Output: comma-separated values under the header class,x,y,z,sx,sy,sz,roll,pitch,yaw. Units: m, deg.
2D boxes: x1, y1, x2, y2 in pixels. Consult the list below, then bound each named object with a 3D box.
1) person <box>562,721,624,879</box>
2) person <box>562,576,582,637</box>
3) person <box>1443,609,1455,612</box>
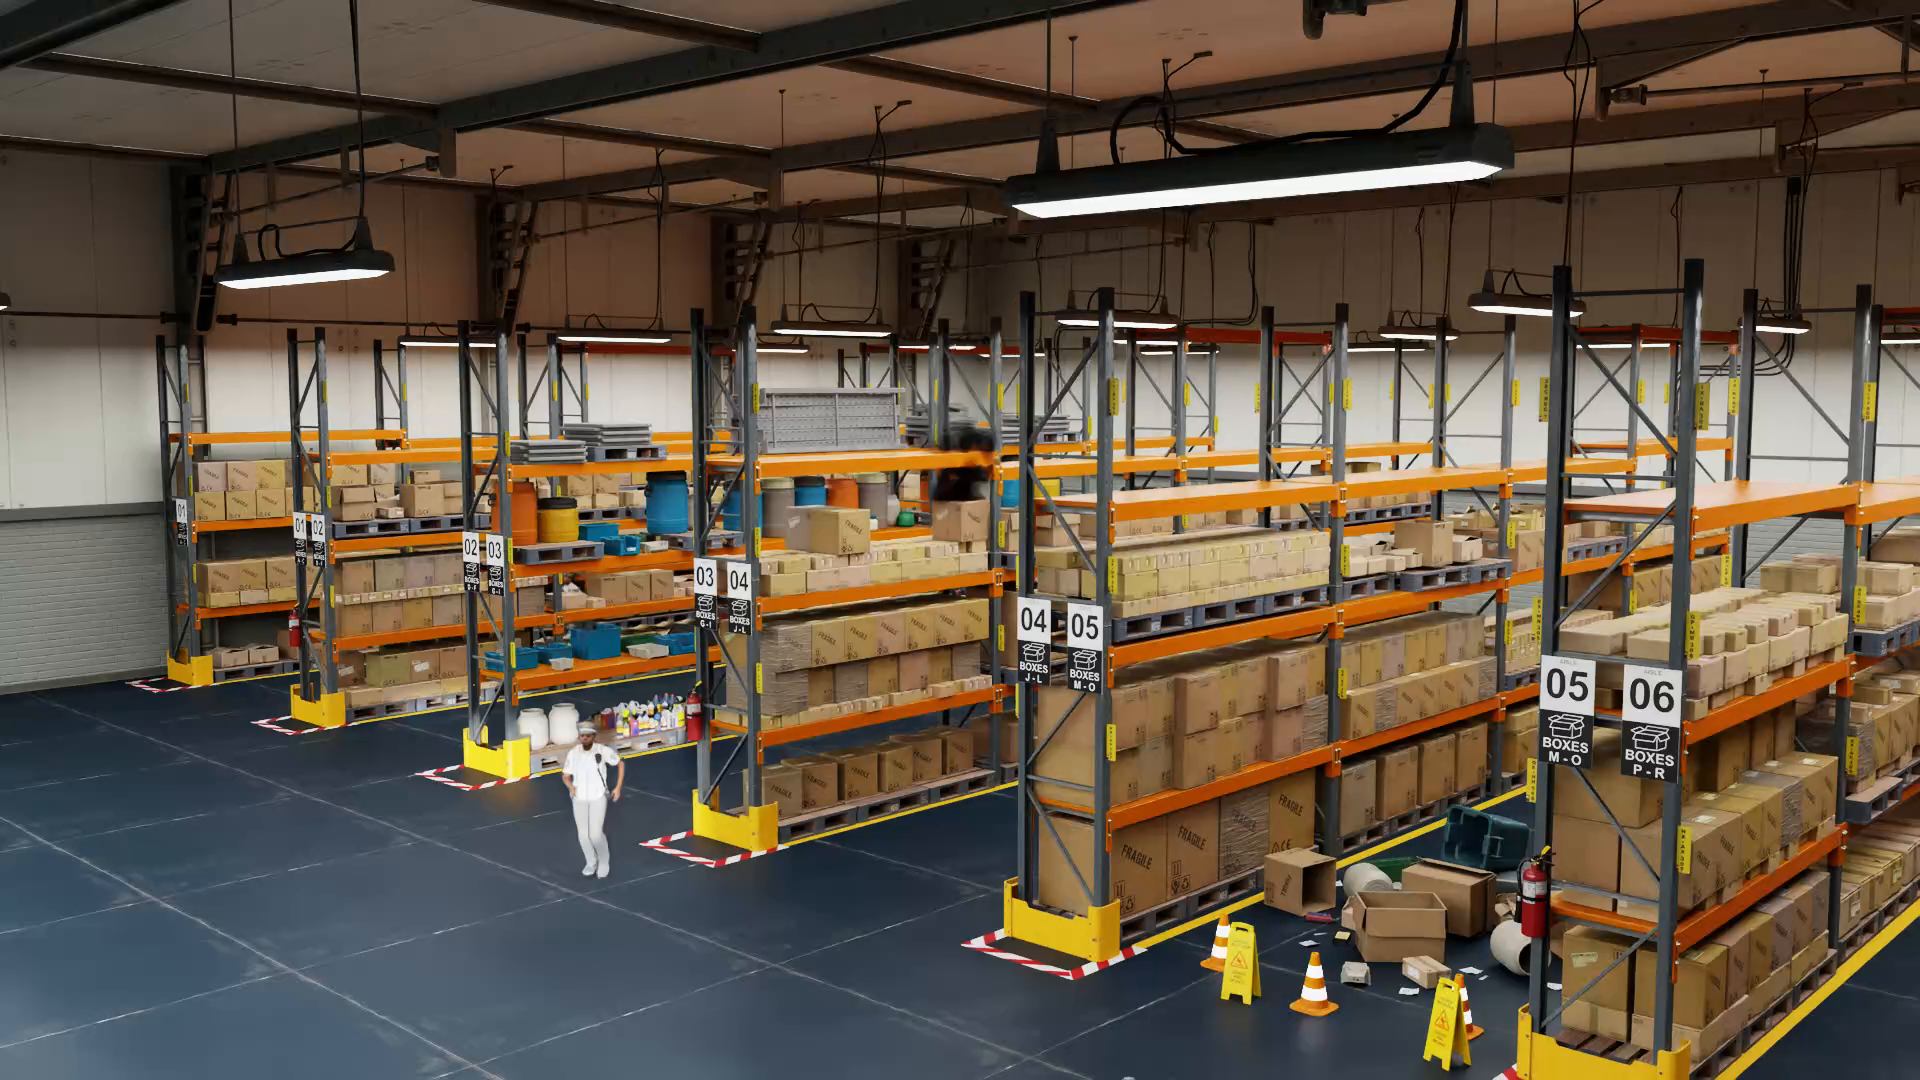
class,x,y,z,sx,sy,sz,roll,pitch,yaw
person,-3.833,2.713,17.299,0.605,1.694,0.653,0,5,1
person,-7.251,1.419,31.266,0.636,1.689,0.816,5,7,42
person,7.357,1.954,24.972,0.795,1.852,0.640,-5,7,-44
